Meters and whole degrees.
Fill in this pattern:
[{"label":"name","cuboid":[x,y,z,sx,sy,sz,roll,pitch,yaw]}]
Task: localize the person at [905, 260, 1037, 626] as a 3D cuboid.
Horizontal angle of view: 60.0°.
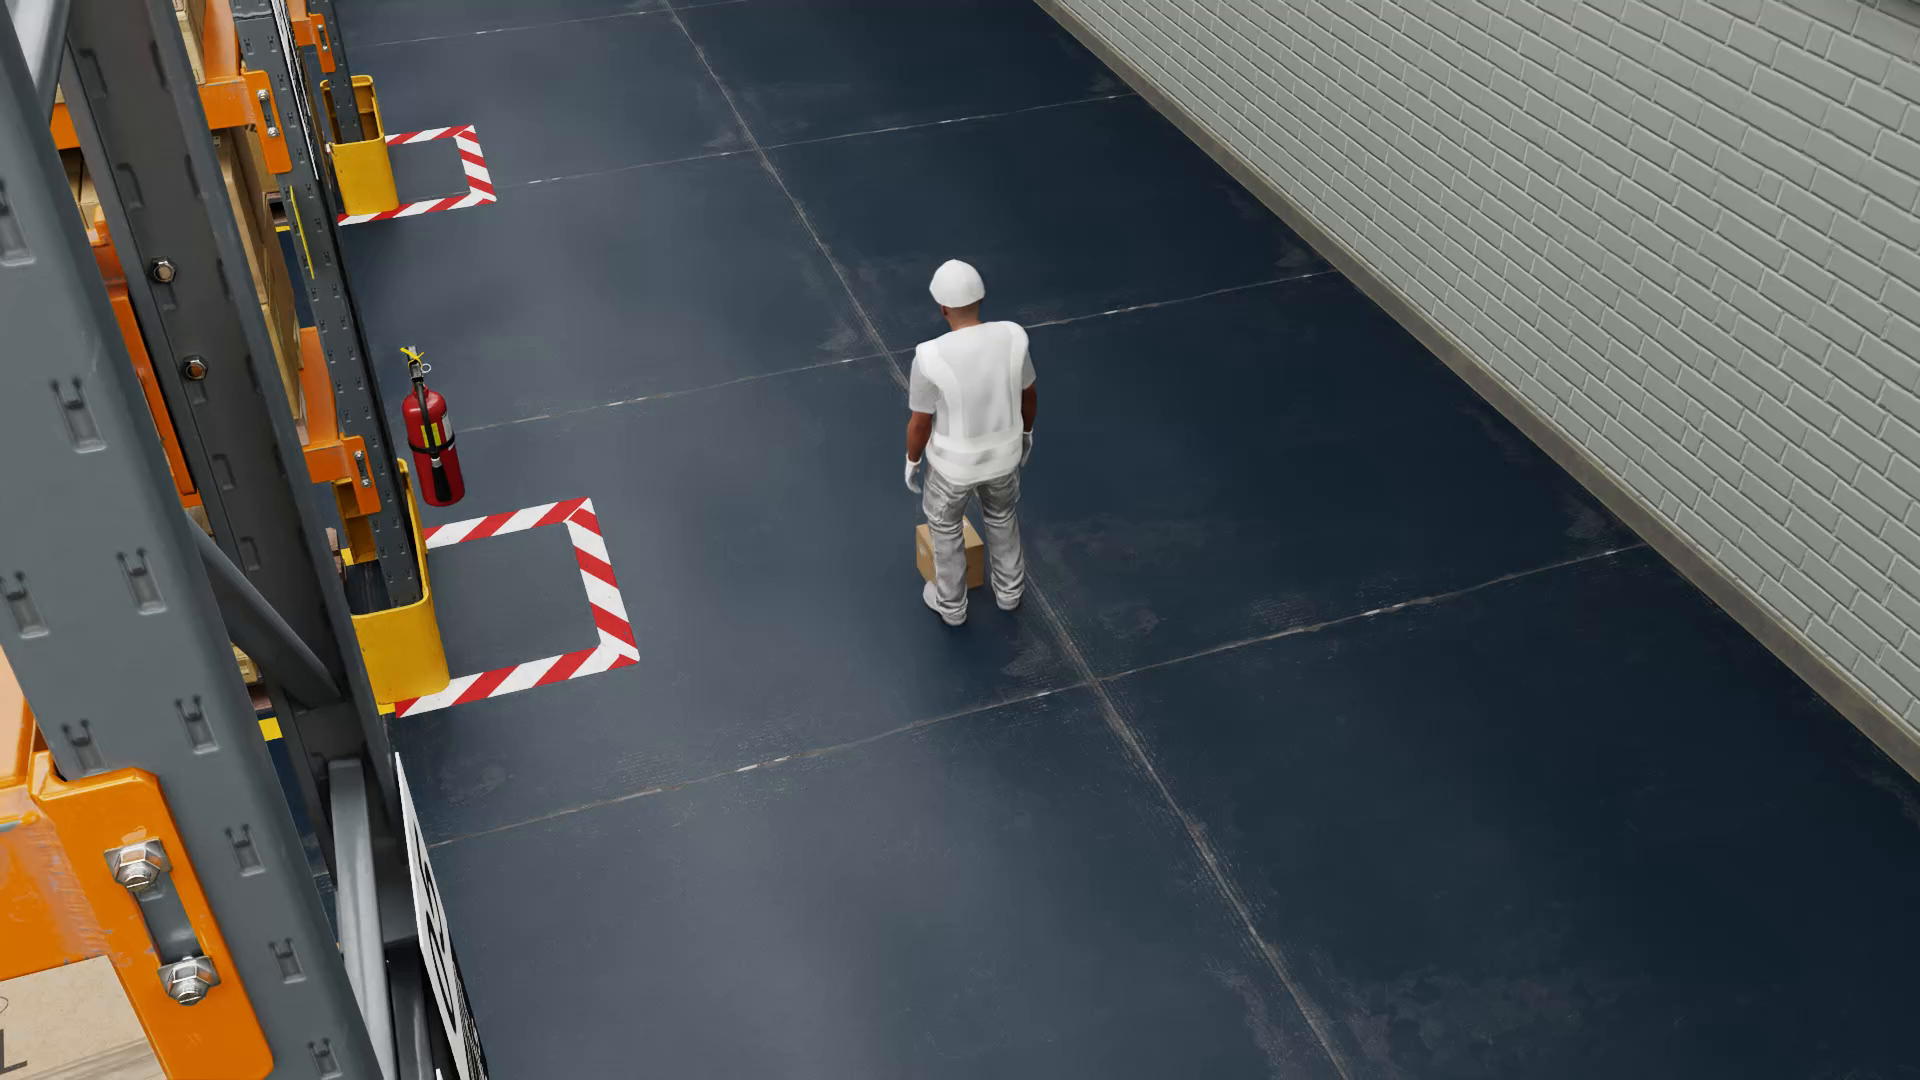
[{"label":"person","cuboid":[0.043,-0.396,7.296,0.617,1.772,0.452,-14,40,-18]}]
